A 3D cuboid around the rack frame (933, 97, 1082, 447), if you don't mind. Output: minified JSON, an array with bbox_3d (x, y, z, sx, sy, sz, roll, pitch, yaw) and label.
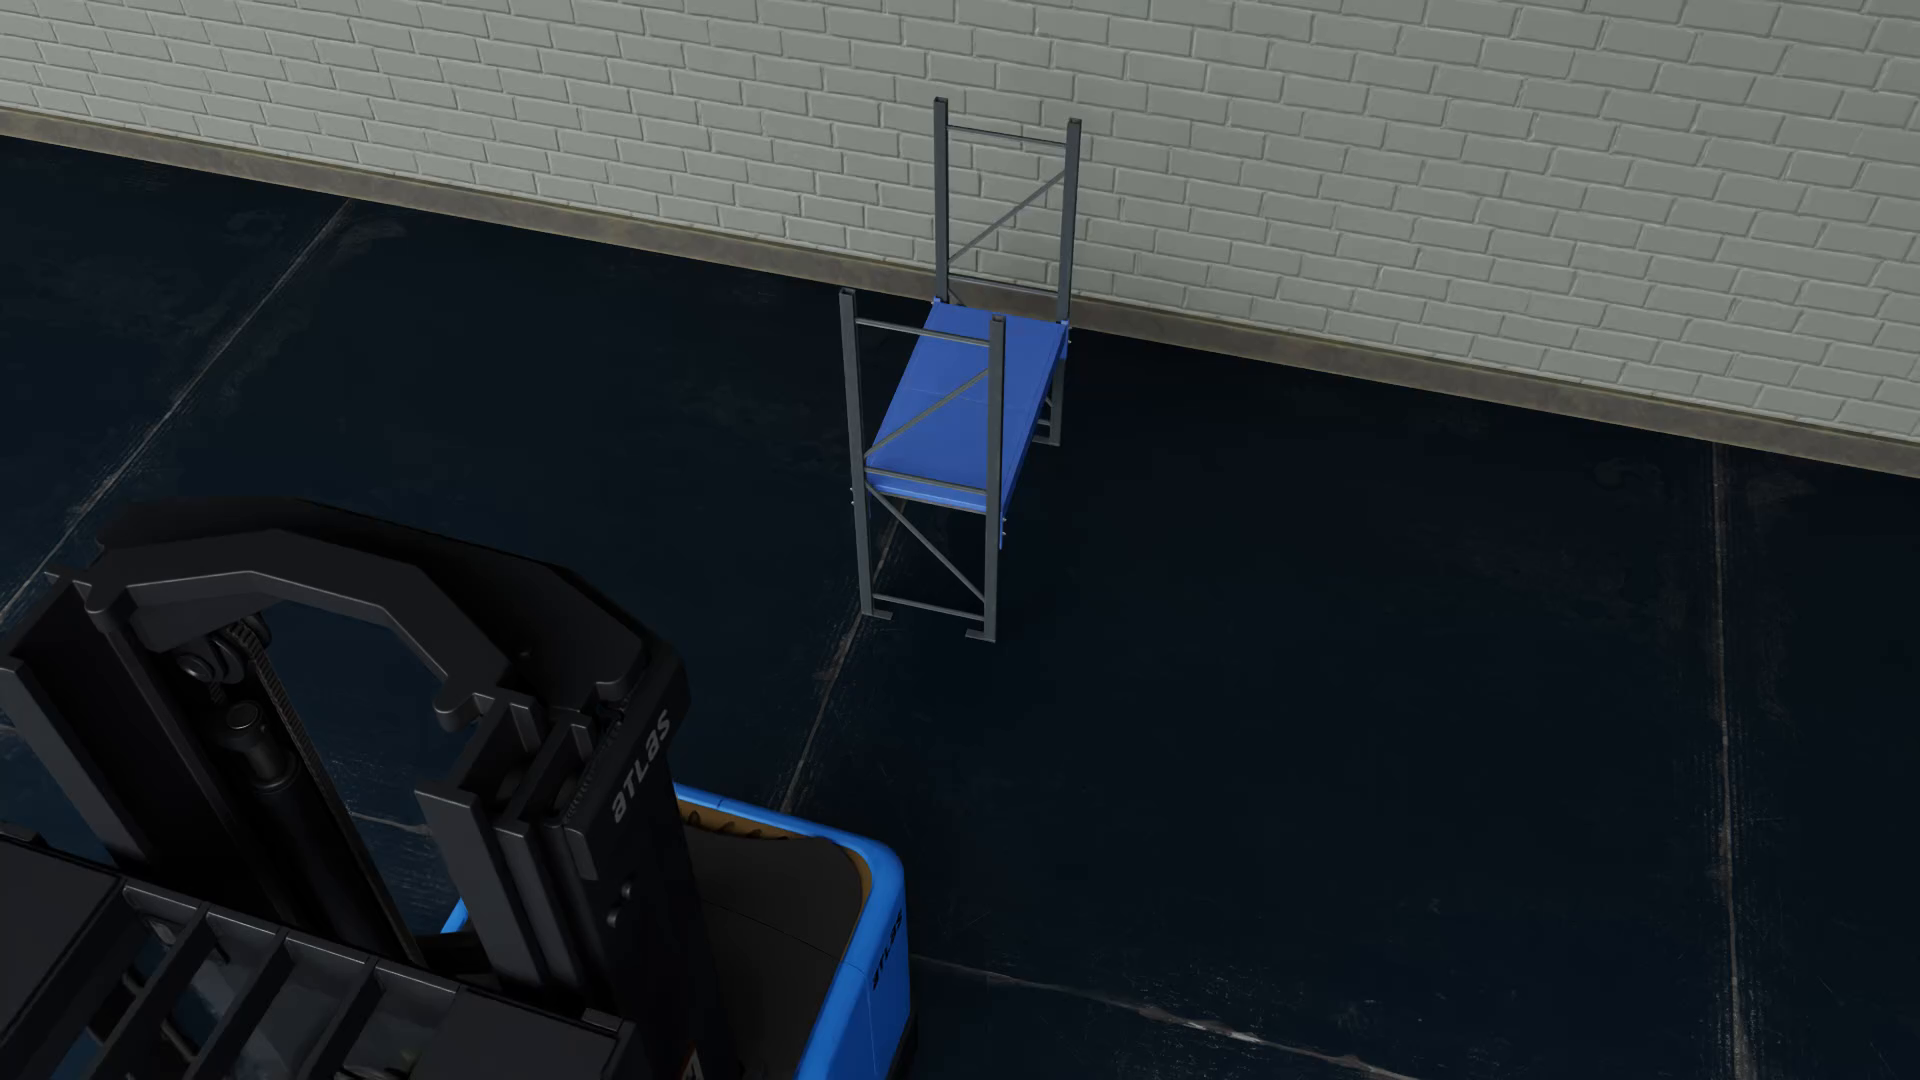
[{"bbox_3d":[0.156,-0.926,6.067,0.500,1.500,0.032,12,50,10],"label":"rack frame"}]

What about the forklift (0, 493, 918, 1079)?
[{"bbox_3d":[-1.063,1.449,3.016,1.130,2.935,3.031,14,50,12],"label":"forklift"}]

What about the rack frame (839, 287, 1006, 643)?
[{"bbox_3d":[-0.111,-0.190,5.418,0.500,1.500,0.032,12,50,10],"label":"rack frame"}]

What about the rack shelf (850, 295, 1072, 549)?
[{"bbox_3d":[0.022,-0.439,5.877,0.538,0.185,1.000,12,50,10],"label":"rack shelf"}]

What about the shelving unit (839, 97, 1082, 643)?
[{"bbox_3d":[0.022,-0.558,5.742,0.538,1.500,1.048,12,50,10],"label":"shelving unit"}]
